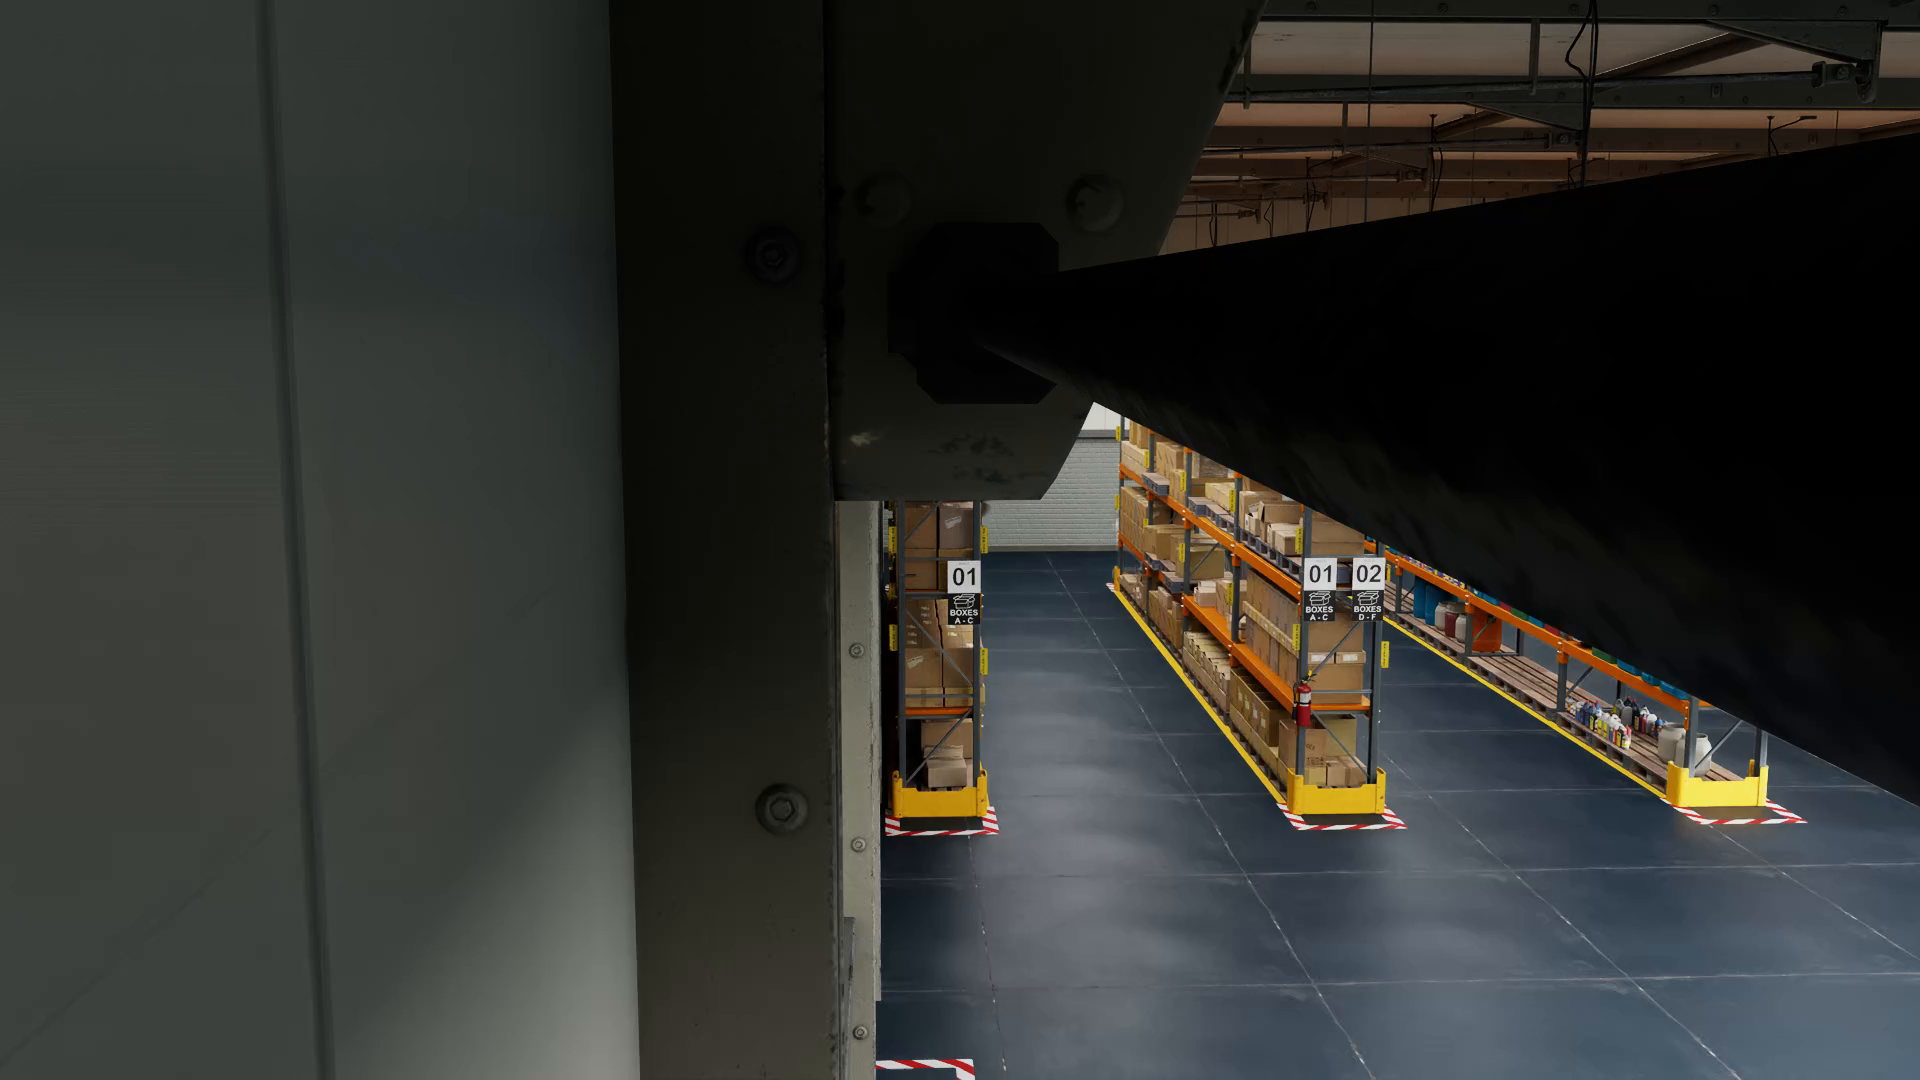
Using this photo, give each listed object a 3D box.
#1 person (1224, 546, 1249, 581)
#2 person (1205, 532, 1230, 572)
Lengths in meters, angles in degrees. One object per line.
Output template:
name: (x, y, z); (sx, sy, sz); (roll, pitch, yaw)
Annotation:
person: (5.934, 0.401, 35.573); (0.657, 1.685, 0.736); (-3, 9, -20)
person: (5.625, 0.241, 36.835); (0.903, 1.655, 0.641); (6, 10, 37)
